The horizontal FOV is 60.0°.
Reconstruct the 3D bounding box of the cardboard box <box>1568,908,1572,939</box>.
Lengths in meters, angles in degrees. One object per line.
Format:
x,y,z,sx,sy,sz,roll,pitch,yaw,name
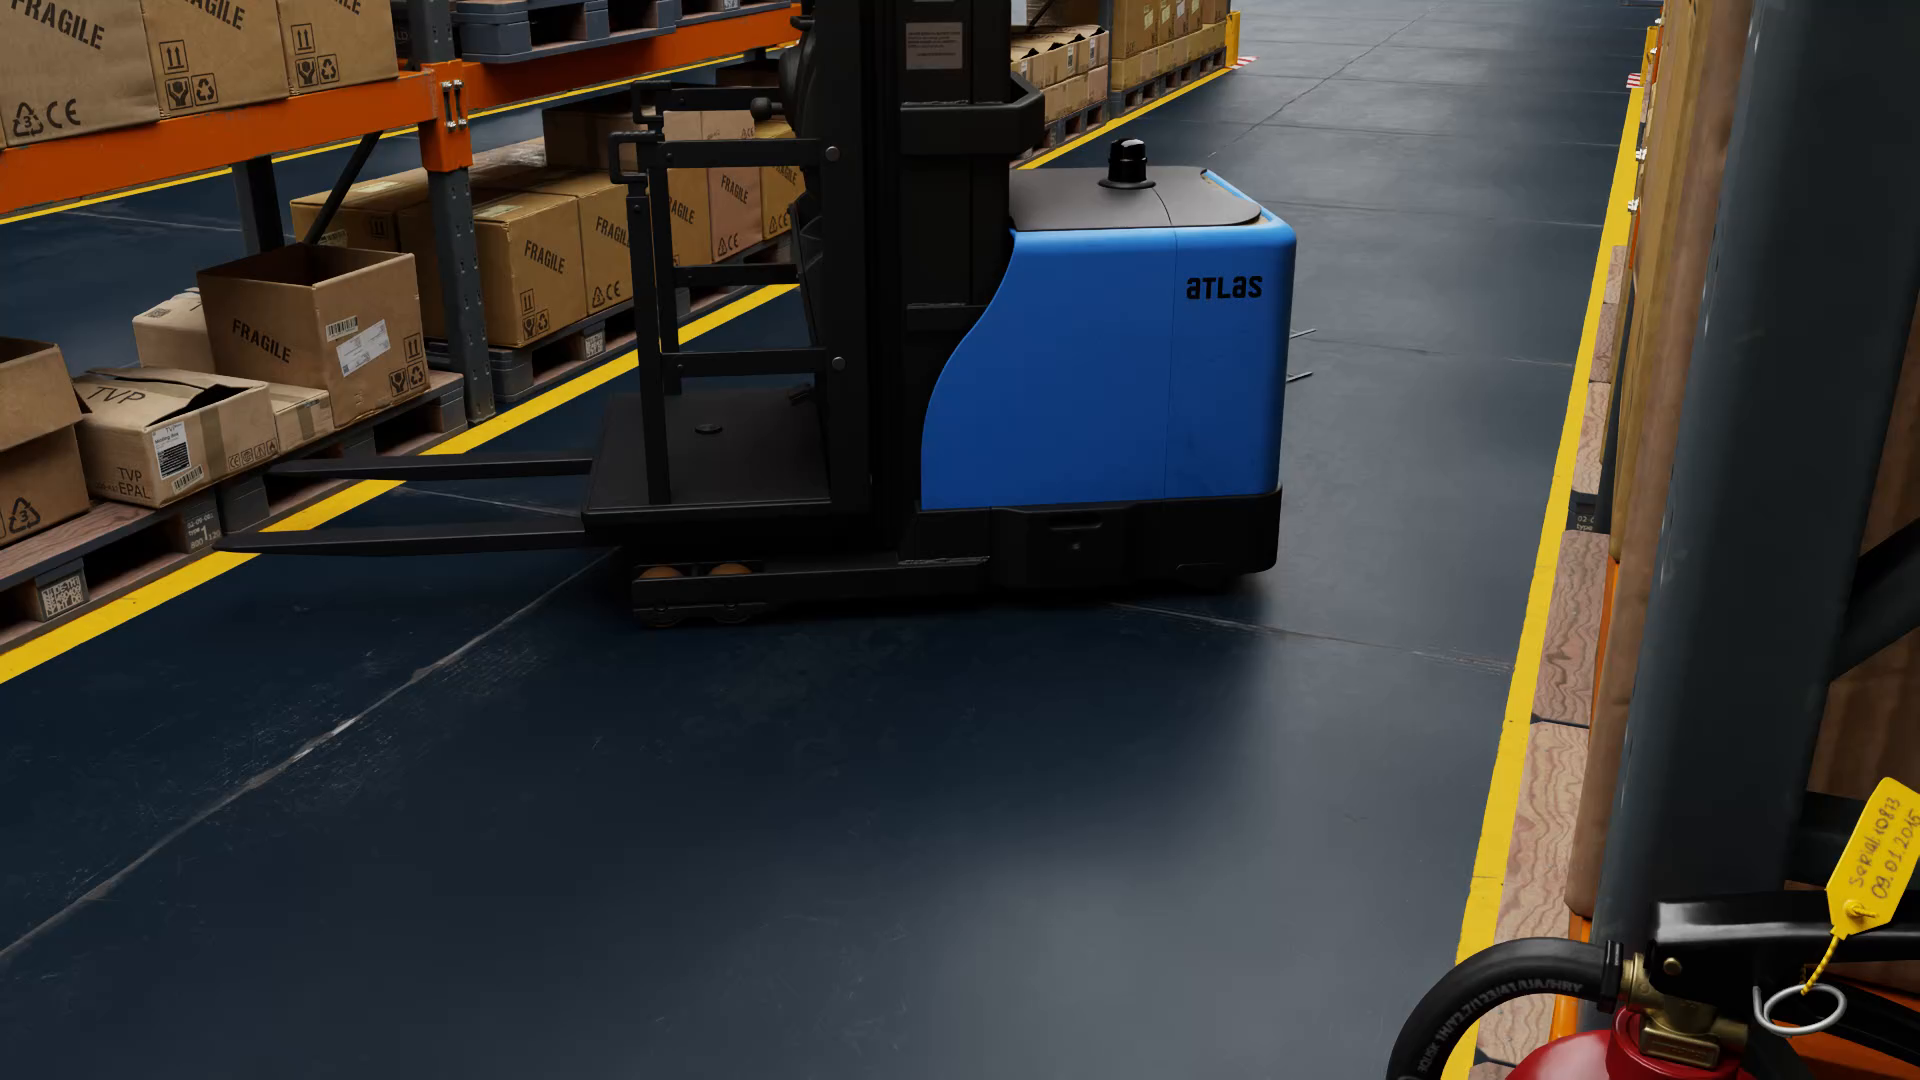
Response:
1.388,0.567,2.698,0.700,0.500,0.500,8,24,18,cardboard box

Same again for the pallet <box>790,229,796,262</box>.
-1.093,-1.790,9.263,1.003,0.211,1.213,9,24,20,pallet

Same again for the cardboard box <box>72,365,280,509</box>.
-2.493,-0.357,5.131,0.500,0.311,0.500,9,24,20,cardboard box

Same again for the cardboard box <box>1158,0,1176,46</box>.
1.540,-4.520,14.230,0.500,0.500,0.500,9,24,20,cardboard box

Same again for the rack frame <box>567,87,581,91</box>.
-3.892,-5.481,14.480,1.000,3.000,0.127,9,24,20,rack frame

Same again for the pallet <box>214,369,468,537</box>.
-2.522,-0.375,5.874,1.003,0.211,1.213,9,24,20,pallet

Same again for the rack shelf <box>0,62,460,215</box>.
-3.009,-0.860,4.350,1.077,0.370,4.000,9,24,20,rack shelf

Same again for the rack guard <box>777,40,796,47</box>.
-2.391,-5.725,18.307,1.175,0.500,0.348,9,24,20,rack guard

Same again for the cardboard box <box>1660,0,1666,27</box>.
3.204,-2.268,7.088,0.380,0.149,0.250,10,25,22,cardboard box

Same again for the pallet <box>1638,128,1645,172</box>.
5.018,-2.497,10.954,1.003,0.211,1.213,9,24,20,pallet

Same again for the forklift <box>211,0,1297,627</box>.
-0.619,-1.323,4.615,3.031,2.935,1.130,-3,23,-6,forklift

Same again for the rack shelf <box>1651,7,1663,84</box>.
4.563,-3.015,9.509,1.077,0.370,4.000,9,24,20,rack shelf

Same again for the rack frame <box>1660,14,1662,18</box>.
6.792,-5.494,14.511,1.000,3.000,0.127,9,24,20,rack frame

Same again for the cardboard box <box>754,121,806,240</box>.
-1.102,-1.835,8.424,0.500,0.500,0.500,8,24,18,cardboard box

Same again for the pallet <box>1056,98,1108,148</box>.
0.468,-3.214,12.672,1.003,0.211,1.213,9,24,20,pallet

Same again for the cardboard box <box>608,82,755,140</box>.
-1.303,-1.979,7.795,0.500,0.250,0.500,8,24,19,cardboard box

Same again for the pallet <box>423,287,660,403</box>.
-1.999,-0.917,7.172,1.003,0.211,1.213,9,24,20,pallet

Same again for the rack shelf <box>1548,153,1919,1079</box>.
1.592,-0.152,2.656,1.077,0.370,4.000,9,24,20,rack shelf

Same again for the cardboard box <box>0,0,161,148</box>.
-2.592,-1.369,4.506,0.500,0.500,0.500,9,24,21,cardboard box

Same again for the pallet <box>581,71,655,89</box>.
-3.604,-4.429,15.578,1.003,0.211,1.213,9,24,20,pallet

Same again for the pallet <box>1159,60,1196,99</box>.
1.491,-4.200,15.032,1.003,0.211,1.213,9,24,20,pallet

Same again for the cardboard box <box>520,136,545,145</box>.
-1.784,-1.712,8.130,0.500,0.500,0.500,8,24,18,cardboard box

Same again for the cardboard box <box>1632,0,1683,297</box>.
1.581,-0.624,2.463,0.980,0.700,0.700,8,24,17,cardboard box

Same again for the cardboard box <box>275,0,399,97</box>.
-2.214,-1.738,5.390,0.500,0.500,0.500,9,24,21,cardboard box

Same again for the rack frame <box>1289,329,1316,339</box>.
0.941,-0.737,6.525,1.200,0.006,0.240,-20,30,-39,rack frame

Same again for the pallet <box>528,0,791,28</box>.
-1.498,-2.554,7.721,1.003,0.211,1.213,9,24,20,pallet

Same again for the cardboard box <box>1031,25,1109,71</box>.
0.821,-3.768,12.674,0.500,0.311,0.500,9,24,20,cardboard box

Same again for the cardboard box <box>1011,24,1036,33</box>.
0.321,-3.842,12.851,0.500,0.311,0.500,9,24,20,cardboard box

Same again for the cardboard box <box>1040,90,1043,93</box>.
0.251,-2.960,11.466,0.500,0.250,0.500,9,24,21,cardboard box

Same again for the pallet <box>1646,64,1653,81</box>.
6.429,-3.894,14.299,1.003,0.211,1.213,9,24,20,pallet

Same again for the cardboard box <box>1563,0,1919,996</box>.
1.029,-0.091,1.186,0.980,0.700,0.700,10,25,22,cardboard box

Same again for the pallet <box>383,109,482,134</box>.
-4.599,-3.469,13.282,1.003,0.211,1.213,9,24,20,pallet

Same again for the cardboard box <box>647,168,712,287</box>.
-1.480,-1.466,7.539,0.500,0.500,0.500,9,24,21,cardboard box

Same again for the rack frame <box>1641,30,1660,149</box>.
5.306,-4.062,11.084,1.000,3.000,0.127,9,24,20,rack frame

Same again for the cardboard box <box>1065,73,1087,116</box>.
0.631,-3.325,12.340,0.500,0.250,0.500,8,24,19,cardboard box

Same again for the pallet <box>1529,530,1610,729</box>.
1.979,0.348,4.143,1.003,0.211,1.213,9,24,20,pallet

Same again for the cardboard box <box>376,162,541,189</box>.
-2.157,-1.350,7.264,0.500,0.500,0.500,9,24,20,cardboard box

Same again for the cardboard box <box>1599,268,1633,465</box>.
2.455,-0.653,5.165,0.750,0.750,0.750,9,24,21,cardboard box

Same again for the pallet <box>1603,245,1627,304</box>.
3.458,-1.073,7.545,1.003,0.211,1.213,9,24,20,pallet

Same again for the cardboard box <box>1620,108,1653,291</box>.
3.094,-1.276,6.657,0.750,0.750,0.750,9,24,20,cardboard box

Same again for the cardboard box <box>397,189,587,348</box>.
-1.860,-1.095,6.653,0.500,0.500,0.500,8,24,18,cardboard box

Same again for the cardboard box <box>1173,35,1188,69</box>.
1.720,-4.354,14.805,0.500,0.250,0.500,9,24,20,cardboard box

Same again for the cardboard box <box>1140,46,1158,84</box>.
1.350,-3.996,13.948,0.500,0.250,0.500,9,24,20,cardboard box

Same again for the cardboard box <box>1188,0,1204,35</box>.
1.911,-4.878,15.087,0.500,0.500,0.500,9,24,20,cardboard box

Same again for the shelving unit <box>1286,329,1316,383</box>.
0.941,-0.652,6.560,1.200,0.189,0.258,-20,30,-39,shelving unit

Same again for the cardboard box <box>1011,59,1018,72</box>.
0.066,-3.039,10.930,0.500,0.311,0.500,8,24,19,cardboard box

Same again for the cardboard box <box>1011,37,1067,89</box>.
0.446,-3.403,11.800,0.500,0.311,0.500,9,24,20,cardboard box

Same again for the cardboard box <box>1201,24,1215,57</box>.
2.092,-4.712,15.661,0.500,0.250,0.500,9,24,20,cardboard box

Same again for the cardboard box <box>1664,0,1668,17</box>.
2.828,-2.136,5.929,0.500,0.500,0.500,9,24,22,cardboard box

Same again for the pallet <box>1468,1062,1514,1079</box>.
1.073,1.221,2.053,1.003,0.211,1.213,9,24,20,pallet

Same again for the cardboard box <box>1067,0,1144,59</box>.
1.168,-4.163,13.373,0.500,0.500,0.500,9,24,20,cardboard box

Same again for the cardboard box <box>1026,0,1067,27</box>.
0.871,-4.416,13.980,0.500,0.500,0.500,9,24,20,cardboard box

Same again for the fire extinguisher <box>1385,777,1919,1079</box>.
0.364,0.427,0.919,0.296,0.674,0.183,9,24,20,fire extinguisher

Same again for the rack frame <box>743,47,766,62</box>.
-0.780,-3.339,9.352,1.000,3.000,0.127,9,24,20,rack frame

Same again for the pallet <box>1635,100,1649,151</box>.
5.523,-3.021,12.209,1.003,0.211,1.213,9,24,20,pallet

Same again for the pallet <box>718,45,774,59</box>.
-2.698,-5.302,17.669,1.003,0.211,1.213,9,24,20,pallet

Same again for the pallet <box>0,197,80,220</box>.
-6.087,-2.040,9.859,1.003,0.211,1.213,9,24,20,pallet

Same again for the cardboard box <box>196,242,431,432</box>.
-2.214,-0.713,5.737,0.500,0.500,0.500,9,24,20,cardboard box
